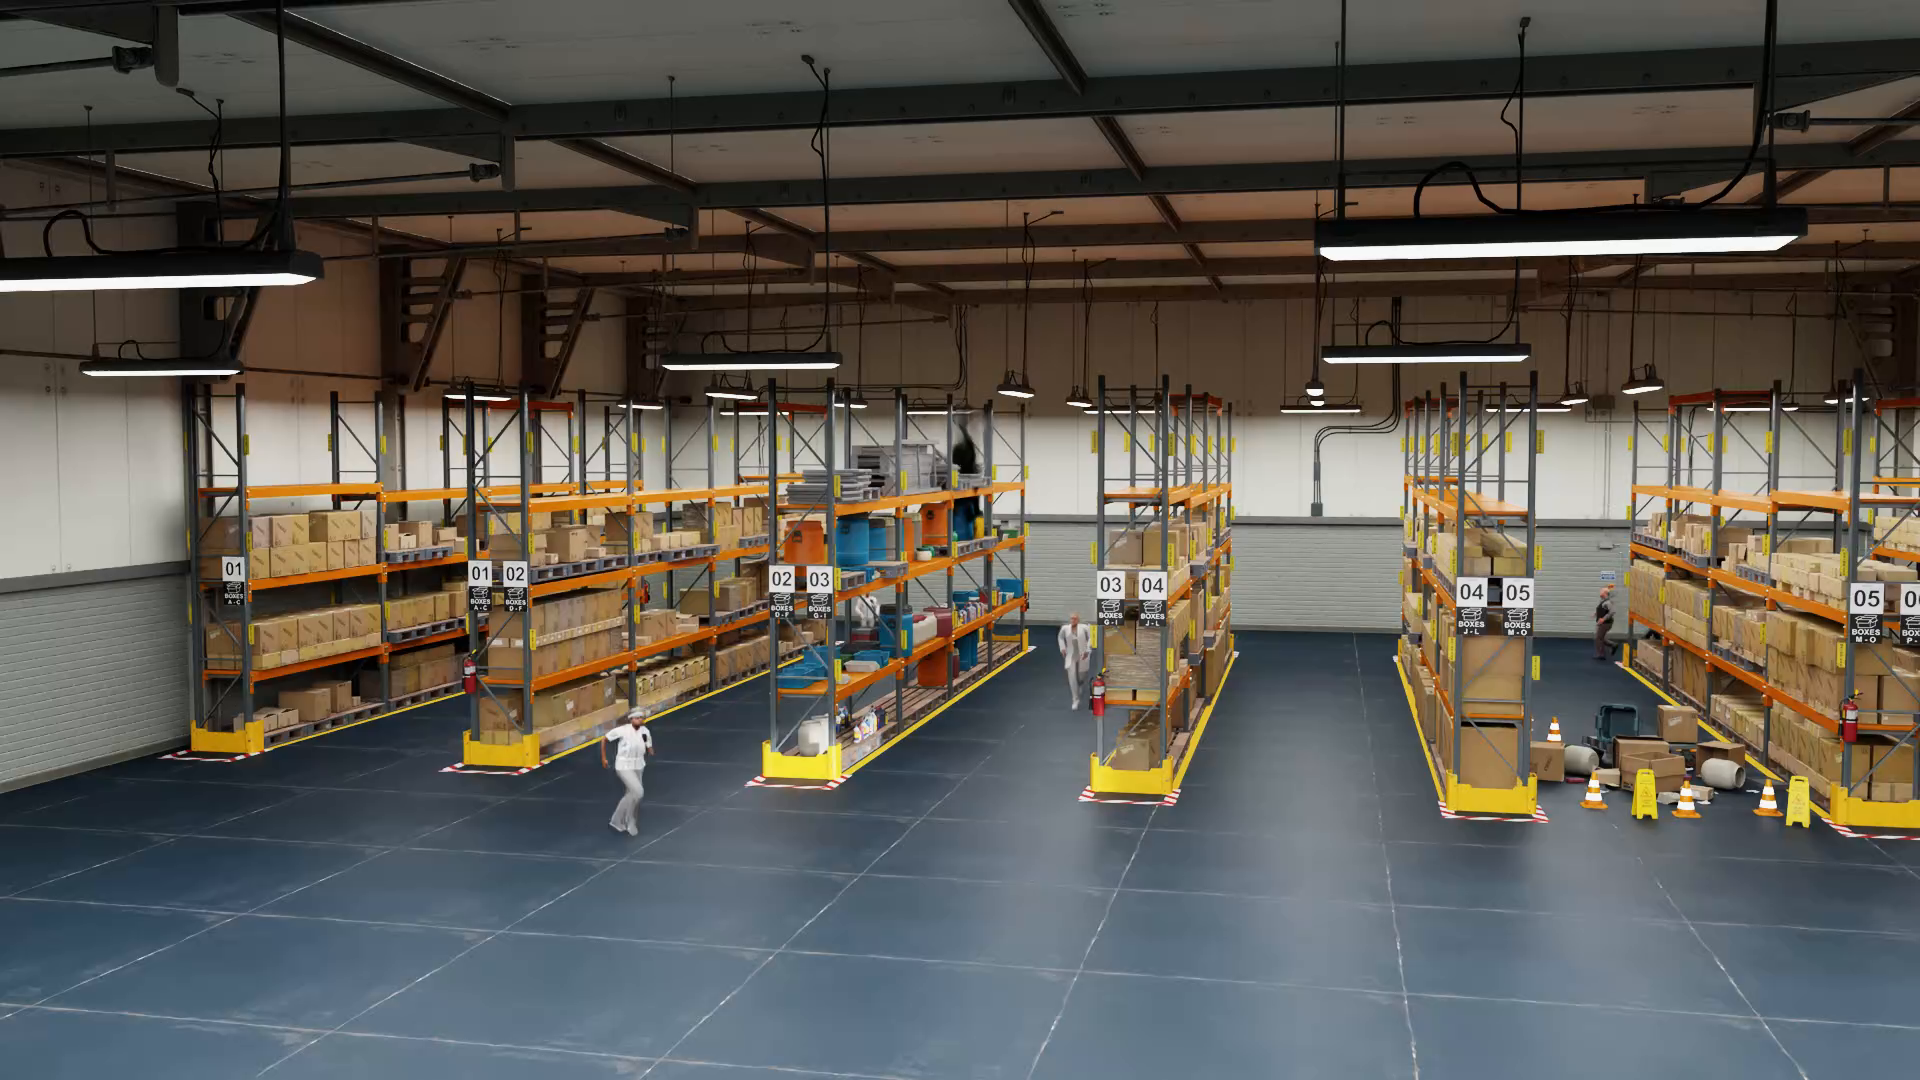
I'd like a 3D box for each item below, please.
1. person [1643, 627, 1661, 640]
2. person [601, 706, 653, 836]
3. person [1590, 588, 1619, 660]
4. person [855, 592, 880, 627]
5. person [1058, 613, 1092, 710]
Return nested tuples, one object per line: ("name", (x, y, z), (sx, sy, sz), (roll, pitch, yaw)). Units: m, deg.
("person", (16.112, 2.010, 38.621), (0.648, 1.595, 0.539), (3, 4, 39))
("person", (-4.213, 2.945, 21.236), (0.781, 1.665, 0.604), (3, 4, 43))
("person", (15.029, 1.950, 38.684), (0.654, 1.681, 0.654), (1, 3, 9))
("person", (-2.223, 1.900, 39.950), (0.612, 1.658, 0.548), (0, 3, 0))
("person", (2.180, 2.233, 31.200), (0.712, 1.778, 1.030), (0, 3, 8))
